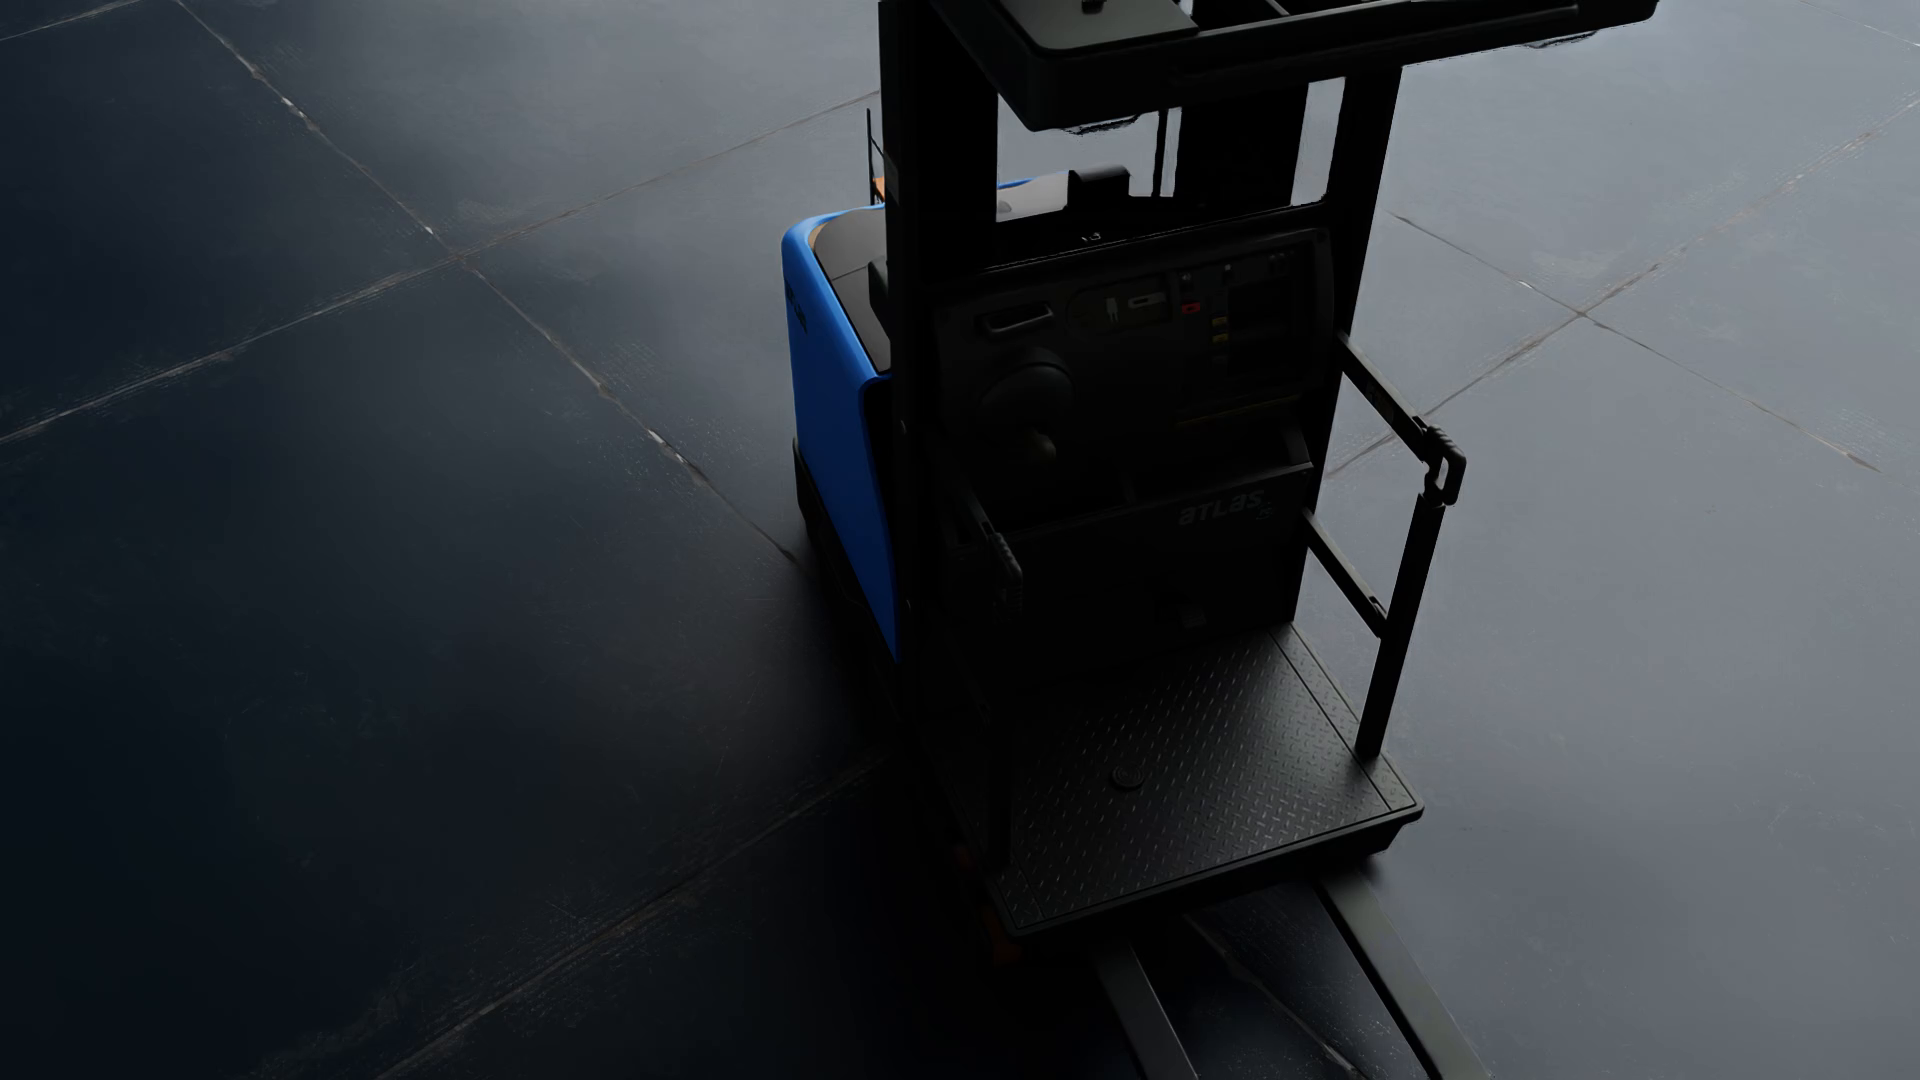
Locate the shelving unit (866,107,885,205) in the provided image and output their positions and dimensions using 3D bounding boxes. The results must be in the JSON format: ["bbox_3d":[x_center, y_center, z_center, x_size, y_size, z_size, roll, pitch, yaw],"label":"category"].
[{"bbox_3d":[-0.143,-0.766,5.189,0.189,1.200,0.258,-14,45,-14],"label":"shelving unit"}]

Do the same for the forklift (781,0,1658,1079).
[{"bbox_3d":[0.464,-0.337,3.467,1.130,2.935,3.031,-14,45,-14],"label":"forklift"}]

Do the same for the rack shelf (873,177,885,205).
[{"bbox_3d":[-0.143,-0.996,4.973,0.180,0.103,0.258,-14,45,-14],"label":"rack shelf"}]

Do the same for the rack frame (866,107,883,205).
[{"bbox_3d":[-0.229,-0.745,5.167,0.006,1.200,0.240,-14,45,-14],"label":"rack frame"}]
